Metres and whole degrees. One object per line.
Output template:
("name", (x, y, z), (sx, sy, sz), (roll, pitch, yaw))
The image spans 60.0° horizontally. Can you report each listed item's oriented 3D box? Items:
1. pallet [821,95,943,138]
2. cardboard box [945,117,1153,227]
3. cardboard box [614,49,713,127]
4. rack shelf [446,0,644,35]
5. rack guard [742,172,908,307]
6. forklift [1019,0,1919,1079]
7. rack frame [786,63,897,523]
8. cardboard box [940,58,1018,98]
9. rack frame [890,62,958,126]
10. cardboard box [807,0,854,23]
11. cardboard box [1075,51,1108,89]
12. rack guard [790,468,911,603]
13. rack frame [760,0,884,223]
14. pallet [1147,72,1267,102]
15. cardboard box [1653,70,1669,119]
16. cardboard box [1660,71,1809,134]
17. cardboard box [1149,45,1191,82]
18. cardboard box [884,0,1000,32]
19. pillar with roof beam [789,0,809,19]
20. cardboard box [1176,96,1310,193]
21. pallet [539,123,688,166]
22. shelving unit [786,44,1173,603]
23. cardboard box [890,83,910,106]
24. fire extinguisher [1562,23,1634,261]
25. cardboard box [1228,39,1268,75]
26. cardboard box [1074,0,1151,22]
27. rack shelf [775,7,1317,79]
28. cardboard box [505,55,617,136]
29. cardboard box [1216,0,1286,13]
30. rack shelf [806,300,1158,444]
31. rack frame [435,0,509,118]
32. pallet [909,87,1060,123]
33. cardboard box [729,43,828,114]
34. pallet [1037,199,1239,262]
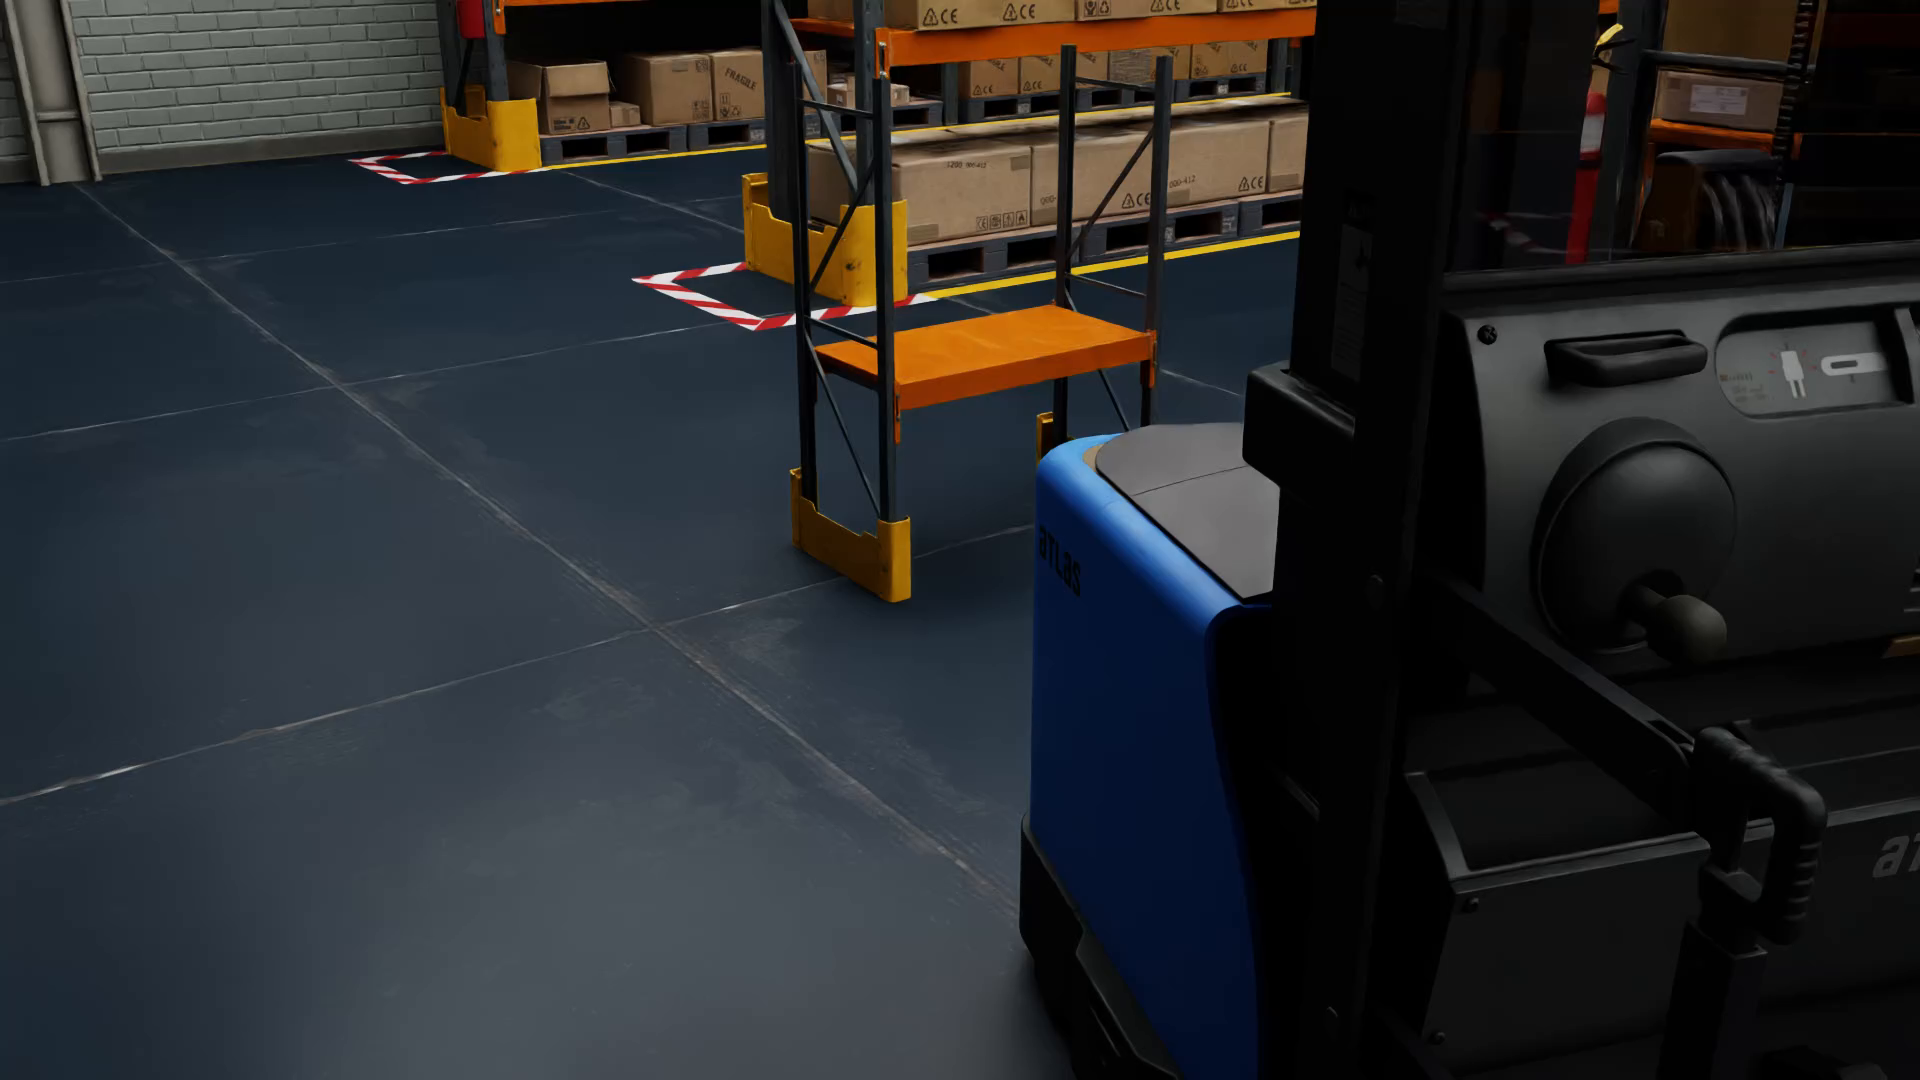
("pallet", (-0.915, -3.678, 14.329), (1.213, 0.211, 1.003), (-15, 26, -33))
("cardboard box", (0.513, -2.142, 9.607), (0.875, 0.438, 0.875), (-14, 26, -31))
("cardboard box", (-2.335, -3.567, 13.094), (0.500, 0.500, 0.700), (-14, 26, -31))
("rack shelf", (-1.980, -4.354, 13.232), (4.000, 0.370, 1.077), (-15, 26, -33))
("rack guard", (-0.721, -1.597, 8.724), (0.348, 0.500, 1.175), (-15, 26, -33))
("forklift", (1.021, -0.070, 1.617), (1.130, 2.935, 3.031), (-6, 23, -15))
("rack frame", (-0.343, -0.605, 4.889), (0.032, 1.500, 0.500), (-15, 26, -33))
("cardboard box", (0.167, -4.193, 14.662), (0.500, 0.500, 0.500), (-14, 25, -31))
("rack frame", (-0.357, -5.121, 14.184), (0.127, 3.000, 1.000), (-15, 26, -33))
("cardboard box", (-0.465, -2.994, 8.716), (0.500, 0.500, 0.500), (-15, 26, -33))
("cardboard box", (1.001, -4.417, 15.225), (0.500, 0.500, 0.500), (-16, 27, -34))
("rack guard", (-0.342, -0.025, 5.121), (0.087, 0.250, 0.587), (-15, 26, -33))
("rack frame", (-0.702, -2.763, 8.274), (0.127, 3.000, 1.000), (-15, 26, -33))
("pallet", (2.262, -4.542, 16.494), (1.213, 0.211, 1.003), (-15, 26, -33))
("cardboard box", (5.183, -3.578, 12.617), (0.875, 0.875, 0.875), (-15, 26, -33))
("cardboard box", (2.371, -1.335, 5.033), (0.250, 0.149, 0.380), (-15, 26, -33))
("cardboard box", (1.837, -4.646, 15.798), (0.500, 0.500, 0.500), (-14, 25, -31))
("cardboard box", (-0.145, -2.827, 8.299), (0.500, 0.500, 0.500), (-15, 26, -33))
("pillar with roof beam", (1.066, -6.733, 10.128), (0.400, 9.000, 9.100), (-15, 26, -33))
("cardboard box", (1.973, -2.530, 10.581), (0.875, 0.438, 0.875), (-15, 26, -34))
("pallet", (-2.896, -3.150, 13.005), (1.213, 0.211, 1.003), (-15, 26, -33))
("shelving unit", (0.062, -0.713, 5.160), (1.083, 1.500, 0.587), (-15, 26, -33))
("cardboard box", (-0.638, -3.783, 14.111), (0.250, 0.149, 0.380), (-16, 27, -34))
("fire extinguisher", (1.797, -1.171, 4.891), (0.183, 0.674, 0.296), (-15, 26, -33))
("cardboard box", (2.672, -4.865, 16.347), (0.500, 0.500, 0.500), (-14, 26, -31))
("cardboard box", (0.673, -3.050, 8.857), (0.500, 0.500, 0.500), (-15, 26, -33))
("rack shelf", (0.922, -2.862, 9.492), (4.000, 0.370, 1.077), (-15, 26, -33))
("cardboard box", (-3.052, -3.395, 12.659), (0.637, 0.503, 0.797), (-16, 27, -35))
("cardboard box", (1.504, -3.272, 9.414), (0.500, 0.500, 0.500), (-15, 26, -34))
("rack shelf", (0.069, -0.548, 5.231), (1.000, 0.185, 0.538), (-15, 26, -33))
("rack frame", (-3.604, -4.256, 12.014), (0.127, 3.000, 1.000), (-15, 26, -33))
("pallet", (0.281, -4.014, 15.170), (1.213, 0.211, 1.003), (-15, 26, -33))
("cardboard box", (-1.493, -3.792, 13.657), (0.500, 0.500, 0.700), (-16, 27, -35))
("pallet", (0.891, -1.927, 9.941), (1.213, 0.211, 1.003), (-15, 26, -33))
